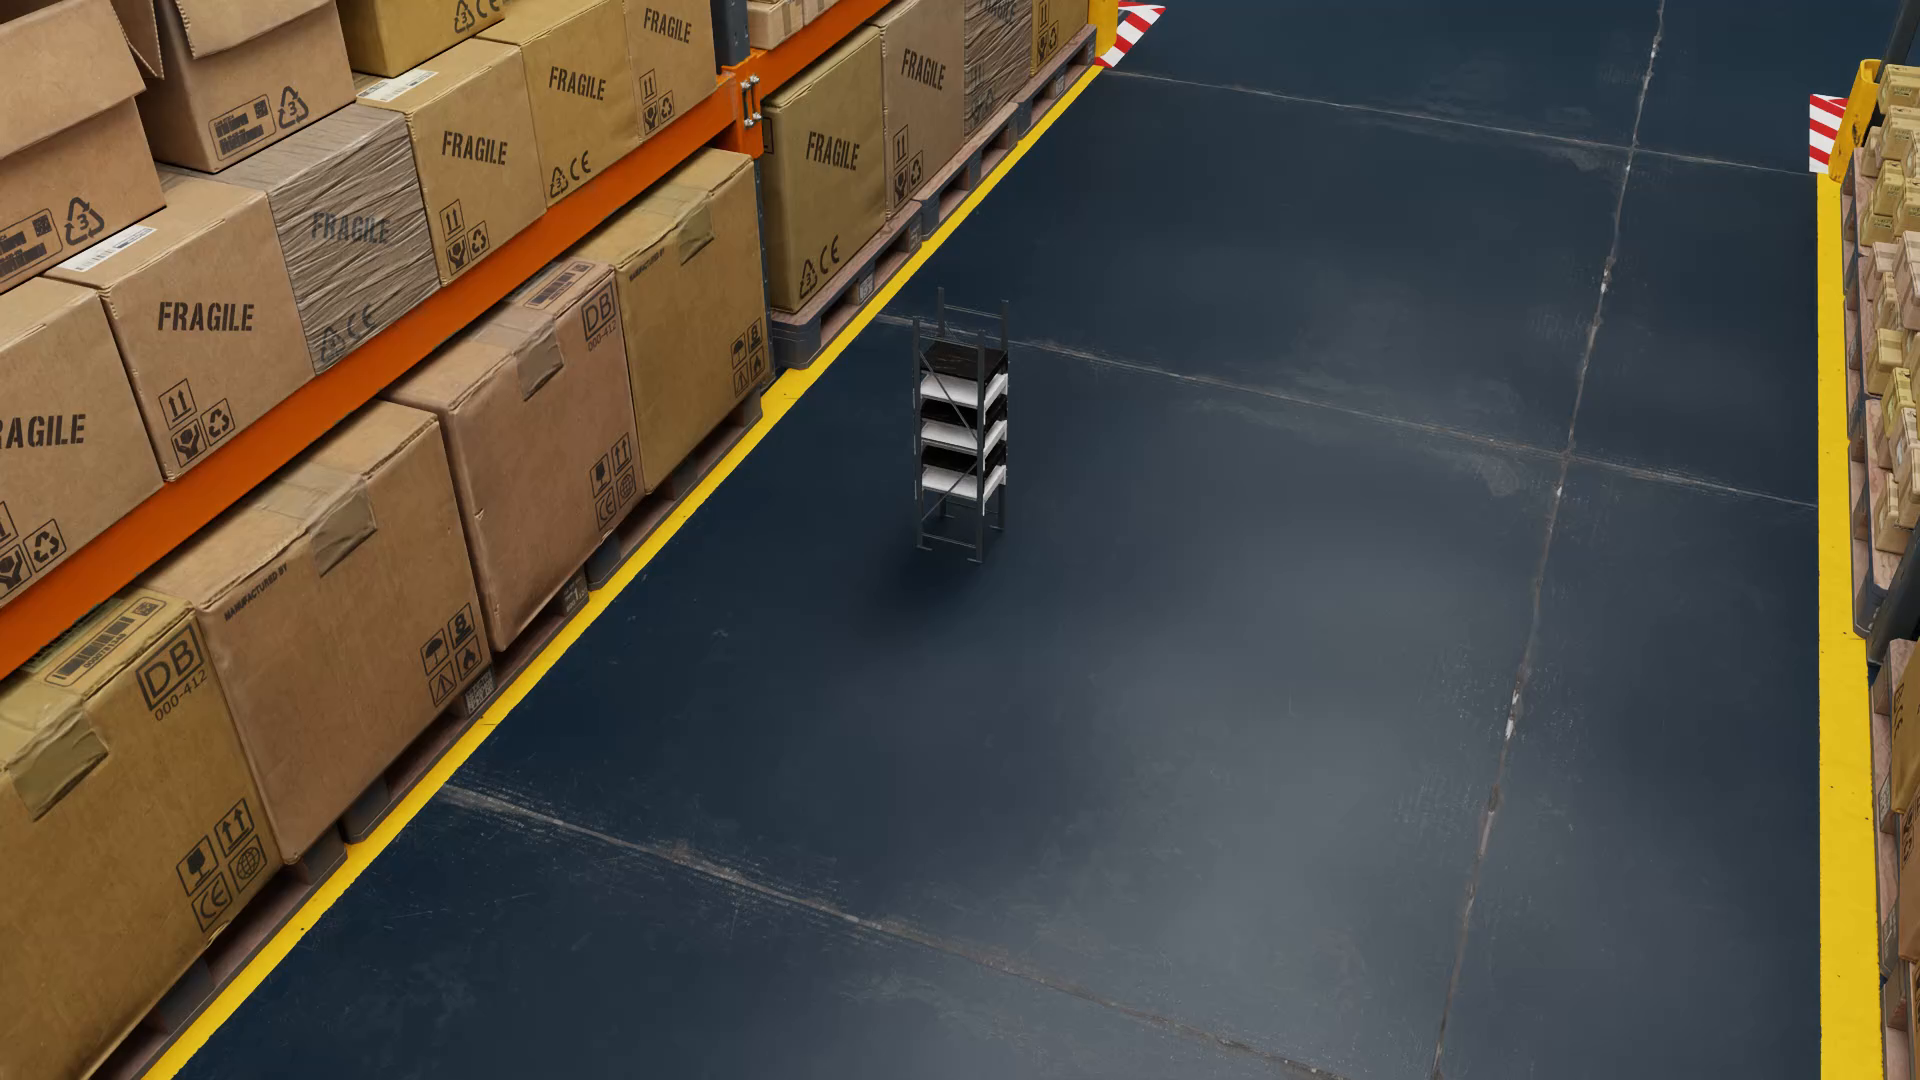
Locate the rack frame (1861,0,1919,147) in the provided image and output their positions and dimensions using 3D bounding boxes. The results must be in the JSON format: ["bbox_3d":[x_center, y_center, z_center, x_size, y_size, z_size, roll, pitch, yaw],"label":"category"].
[{"bbox_3d":[4.856,-2.945,7.184,1.000,3.000,0.127,14,39,18],"label":"rack frame"}]

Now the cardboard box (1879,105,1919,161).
[{"bbox_3d":[4.135,-1.706,7.061,0.380,0.149,0.250,14,39,18],"label":"cardboard box"}]

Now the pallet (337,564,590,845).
[{"bbox_3d":[-1.901,0.323,5.141,1.003,0.211,1.213,14,39,18],"label":"pallet"}]

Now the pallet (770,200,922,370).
[{"bbox_3d":[-0.852,-1.202,7.182,1.003,0.211,1.213,14,39,18],"label":"pallet"}]

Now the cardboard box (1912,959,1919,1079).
[{"bbox_3d":[2.421,1.038,3.593,0.500,0.500,0.500,15,39,19],"label":"cardboard box"}]

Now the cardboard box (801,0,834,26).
[{"bbox_3d":[-0.694,-2.049,6.195,0.380,0.149,0.250,13,39,16],"label":"cardboard box"}]

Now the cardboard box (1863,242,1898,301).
[{"bbox_3d":[3.866,-1.054,6.685,0.380,0.149,0.250,12,38,16],"label":"cardboard box"}]

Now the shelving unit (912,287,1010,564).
[{"bbox_3d":[0.003,-0.365,5.487,0.258,0.900,0.210,14,39,18],"label":"shelving unit"}]

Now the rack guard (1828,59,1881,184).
[{"bbox_3d":[4.827,-1.902,7.876,1.175,0.500,0.348,14,39,18],"label":"rack guard"}]

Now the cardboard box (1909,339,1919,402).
[{"bbox_3d":[3.378,-0.541,5.502,0.380,0.149,0.250,13,39,17],"label":"cardboard box"}]

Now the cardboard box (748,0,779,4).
[{"bbox_3d":[-0.793,-2.176,6.032,0.500,0.250,0.500,13,39,17],"label":"cardboard box"}]

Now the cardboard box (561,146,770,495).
[{"bbox_3d":[-1.439,-0.874,5.838,1.225,0.875,0.875,14,39,18],"label":"cardboard box"}]

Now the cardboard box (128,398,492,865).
[{"bbox_3d":[-2.108,0.112,4.518,1.225,0.875,0.875,14,39,18],"label":"cardboard box"}]

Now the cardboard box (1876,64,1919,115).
[{"bbox_3d":[4.343,-1.997,7.450,0.380,0.149,0.250,12,38,16],"label":"cardboard box"}]

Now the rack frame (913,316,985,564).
[{"bbox_3d":[-0.036,-0.309,5.411,0.240,0.900,0.006,14,39,18],"label":"rack frame"}]

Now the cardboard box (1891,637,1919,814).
[{"bbox_3d":[2.808,0.452,4.378,0.500,0.500,0.500,15,39,19],"label":"cardboard box"}]

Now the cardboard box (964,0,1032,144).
[{"bbox_3d":[-0.208,-2.571,8.109,0.875,0.875,0.875,14,39,18],"label":"cardboard box"}]

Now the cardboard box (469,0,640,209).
[{"bbox_3d":[-1.334,-1.363,4.984,0.500,0.500,0.500,15,39,19],"label":"cardboard box"}]

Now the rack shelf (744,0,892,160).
[{"bbox_3d":[-0.453,-2.735,7.505,1.077,0.370,4.000,14,39,18],"label":"rack shelf"}]

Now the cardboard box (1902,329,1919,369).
[{"bbox_3d":[3.602,-0.690,5.949,0.380,0.149,0.250,15,39,19],"label":"cardboard box"}]

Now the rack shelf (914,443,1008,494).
[{"bbox_3d":[0.003,-0.266,5.560,0.258,0.077,0.200,14,39,18],"label":"rack shelf"}]

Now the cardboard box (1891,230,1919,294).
[{"bbox_3d":[3.657,-0.990,6.103,0.380,0.149,0.250,13,39,16],"label":"cardboard box"}]

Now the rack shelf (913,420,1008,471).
[{"bbox_3d":[0.003,-0.338,5.507,0.258,0.077,0.200,14,39,18],"label":"rack shelf"}]

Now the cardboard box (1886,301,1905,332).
[{"bbox_3d":[3.724,-0.753,6.283,0.380,0.149,0.250,15,39,19],"label":"cardboard box"}]

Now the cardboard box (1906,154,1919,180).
[{"bbox_3d":[4.003,-1.399,6.650,0.380,0.149,0.250,15,39,20],"label":"cardboard box"}]

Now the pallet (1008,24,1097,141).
[{"bbox_3d":[0.076,-2.553,8.990,1.003,0.211,1.213,14,39,18],"label":"pallet"}]

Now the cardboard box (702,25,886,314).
[{"bbox_3d":[-0.889,-1.580,6.783,0.875,0.875,0.875,14,39,18],"label":"cardboard box"}]

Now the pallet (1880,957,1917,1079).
[{"bbox_3d":[2.577,1.496,3.572,1.003,0.211,1.213,14,39,18],"label":"pallet"}]

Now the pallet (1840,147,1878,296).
[{"bbox_3d":[4.486,-1.344,7.372,1.003,0.211,1.213,14,39,18],"label":"pallet"}]

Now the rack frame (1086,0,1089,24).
[{"bbox_3d":[0.308,-4.131,8.771,1.000,3.000,0.127,14,39,18],"label":"rack frame"}]

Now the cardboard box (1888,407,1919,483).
[{"bbox_3d":[3.252,-0.275,5.395,0.380,0.149,0.250,12,38,16],"label":"cardboard box"}]

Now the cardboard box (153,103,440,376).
[{"bbox_3d":[-1.722,-0.795,4.225,0.500,0.500,0.500,14,39,18],"label":"cardboard box"}]

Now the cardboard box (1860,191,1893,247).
[{"bbox_3d":[4.050,-1.335,7.061,0.380,0.149,0.250,14,39,18],"label":"cardboard box"}]

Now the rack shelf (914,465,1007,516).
[{"bbox_3d":[0.003,-0.194,5.614,0.258,0.077,0.200,14,39,18],"label":"rack shelf"}]

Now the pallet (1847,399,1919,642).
[{"bbox_3d":[3.557,0.007,5.565,1.003,0.211,1.213,14,39,18],"label":"pallet"}]

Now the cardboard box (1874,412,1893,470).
[{"bbox_3d":[3.386,-0.337,5.726,0.380,0.149,0.250,13,39,16],"label":"cardboard box"}]

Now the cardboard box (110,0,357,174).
[{"bbox_3d":[-1.943,-1.277,4.032,0.797,0.503,0.637,15,39,19],"label":"cardboard box"}]

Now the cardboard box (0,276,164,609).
[{"bbox_3d":[-2.105,-0.235,3.475,0.500,0.500,0.500,13,39,17],"label":"cardboard box"}]

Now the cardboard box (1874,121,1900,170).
[{"bbox_3d":[4.263,-1.720,7.328,0.380,0.149,0.250,14,39,18],"label":"cardboard box"}]
